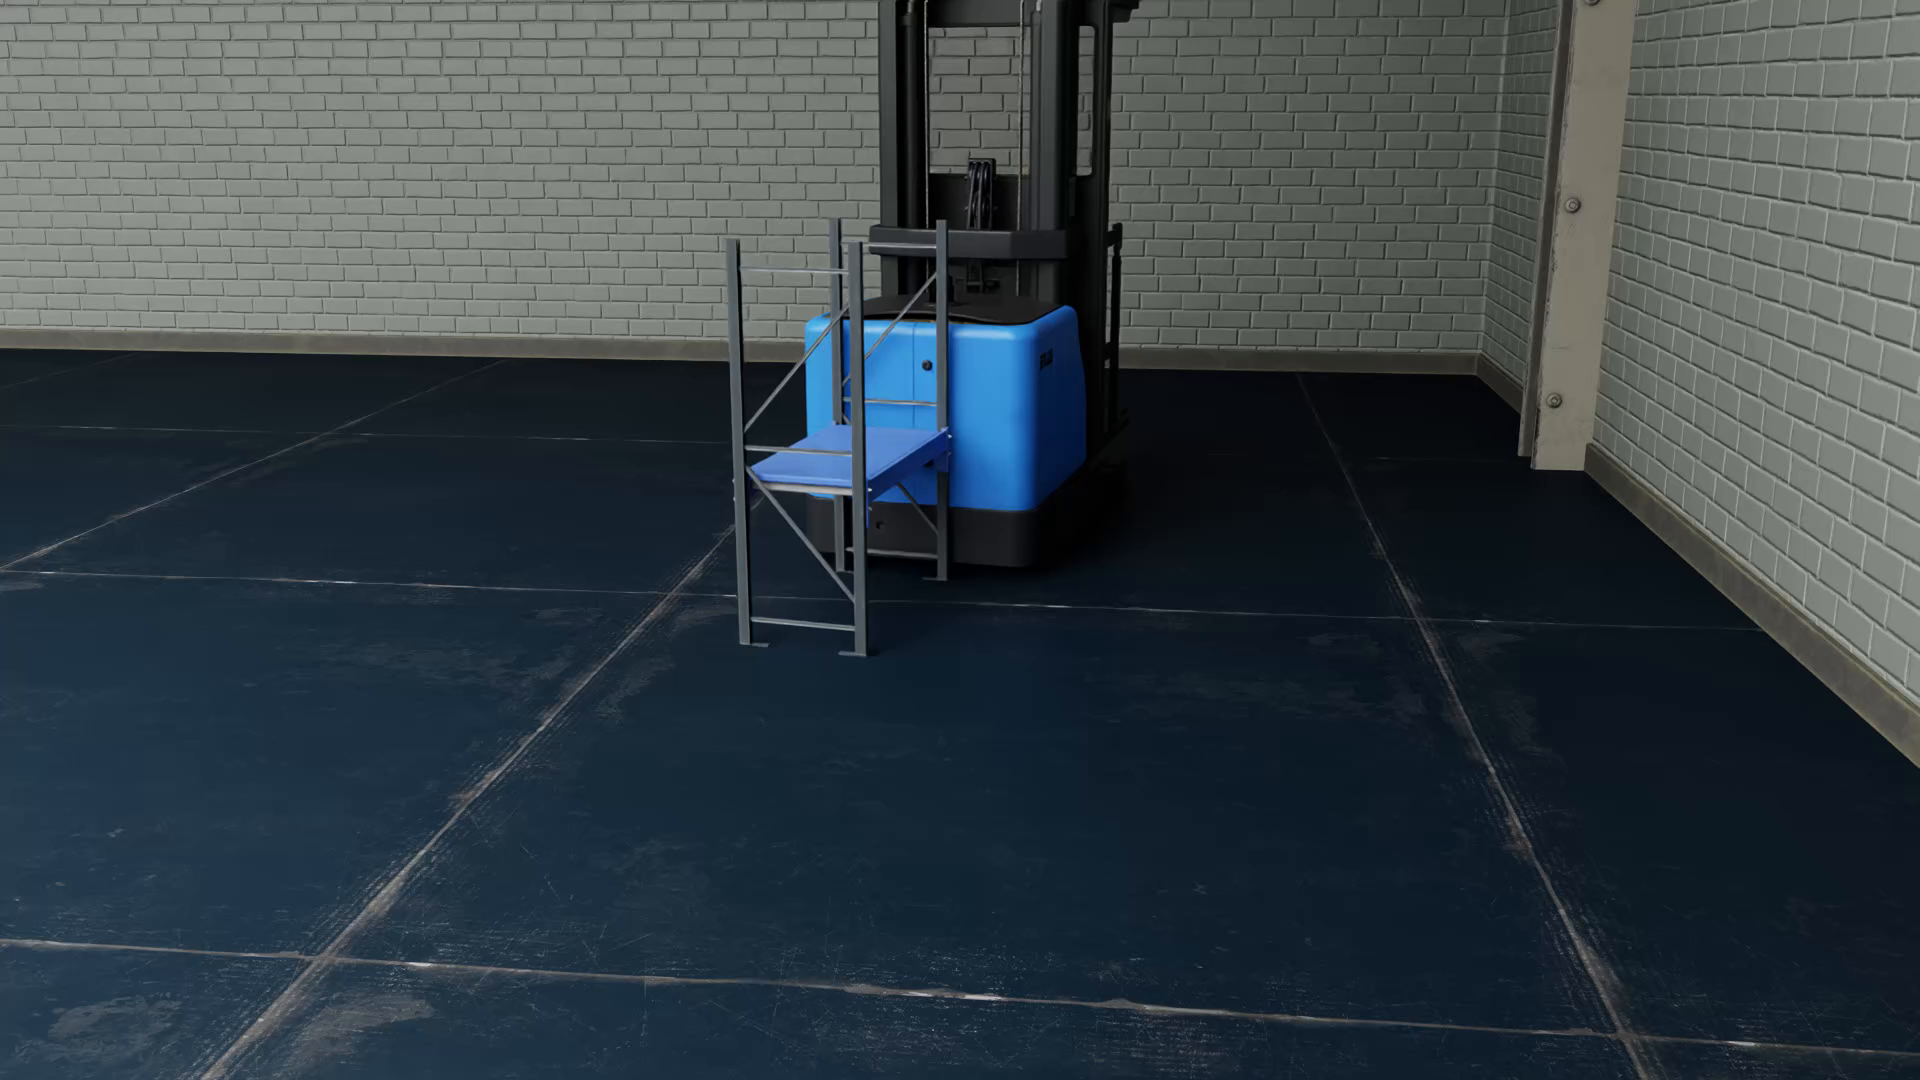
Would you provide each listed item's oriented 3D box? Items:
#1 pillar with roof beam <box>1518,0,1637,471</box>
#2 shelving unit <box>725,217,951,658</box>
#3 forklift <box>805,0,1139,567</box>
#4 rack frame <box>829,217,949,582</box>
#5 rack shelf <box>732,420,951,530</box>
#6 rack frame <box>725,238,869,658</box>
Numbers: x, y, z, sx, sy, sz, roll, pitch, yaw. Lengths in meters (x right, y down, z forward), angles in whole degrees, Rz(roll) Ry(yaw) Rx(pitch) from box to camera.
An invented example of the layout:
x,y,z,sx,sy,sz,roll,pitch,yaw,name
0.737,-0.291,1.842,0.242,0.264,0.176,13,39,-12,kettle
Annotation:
x,y,z,sx,sy,sz,roll,pitch,yaw,name
-0.971,-4.905,8.562,9.100,9.000,0.400,2,15,6,pillar with roof beam
-0.434,-0.443,6.426,0.538,1.500,1.048,4,16,16,shelving unit
0.234,-1.641,8.116,1.130,2.935,3.031,4,16,16,forklift
-0.290,-0.570,6.896,0.500,1.500,0.032,4,16,16,rack frame
-0.434,-0.269,6.473,0.538,0.185,1.000,4,16,16,rack shelf
-0.577,-0.315,5.955,0.500,1.500,0.032,4,16,16,rack frame
